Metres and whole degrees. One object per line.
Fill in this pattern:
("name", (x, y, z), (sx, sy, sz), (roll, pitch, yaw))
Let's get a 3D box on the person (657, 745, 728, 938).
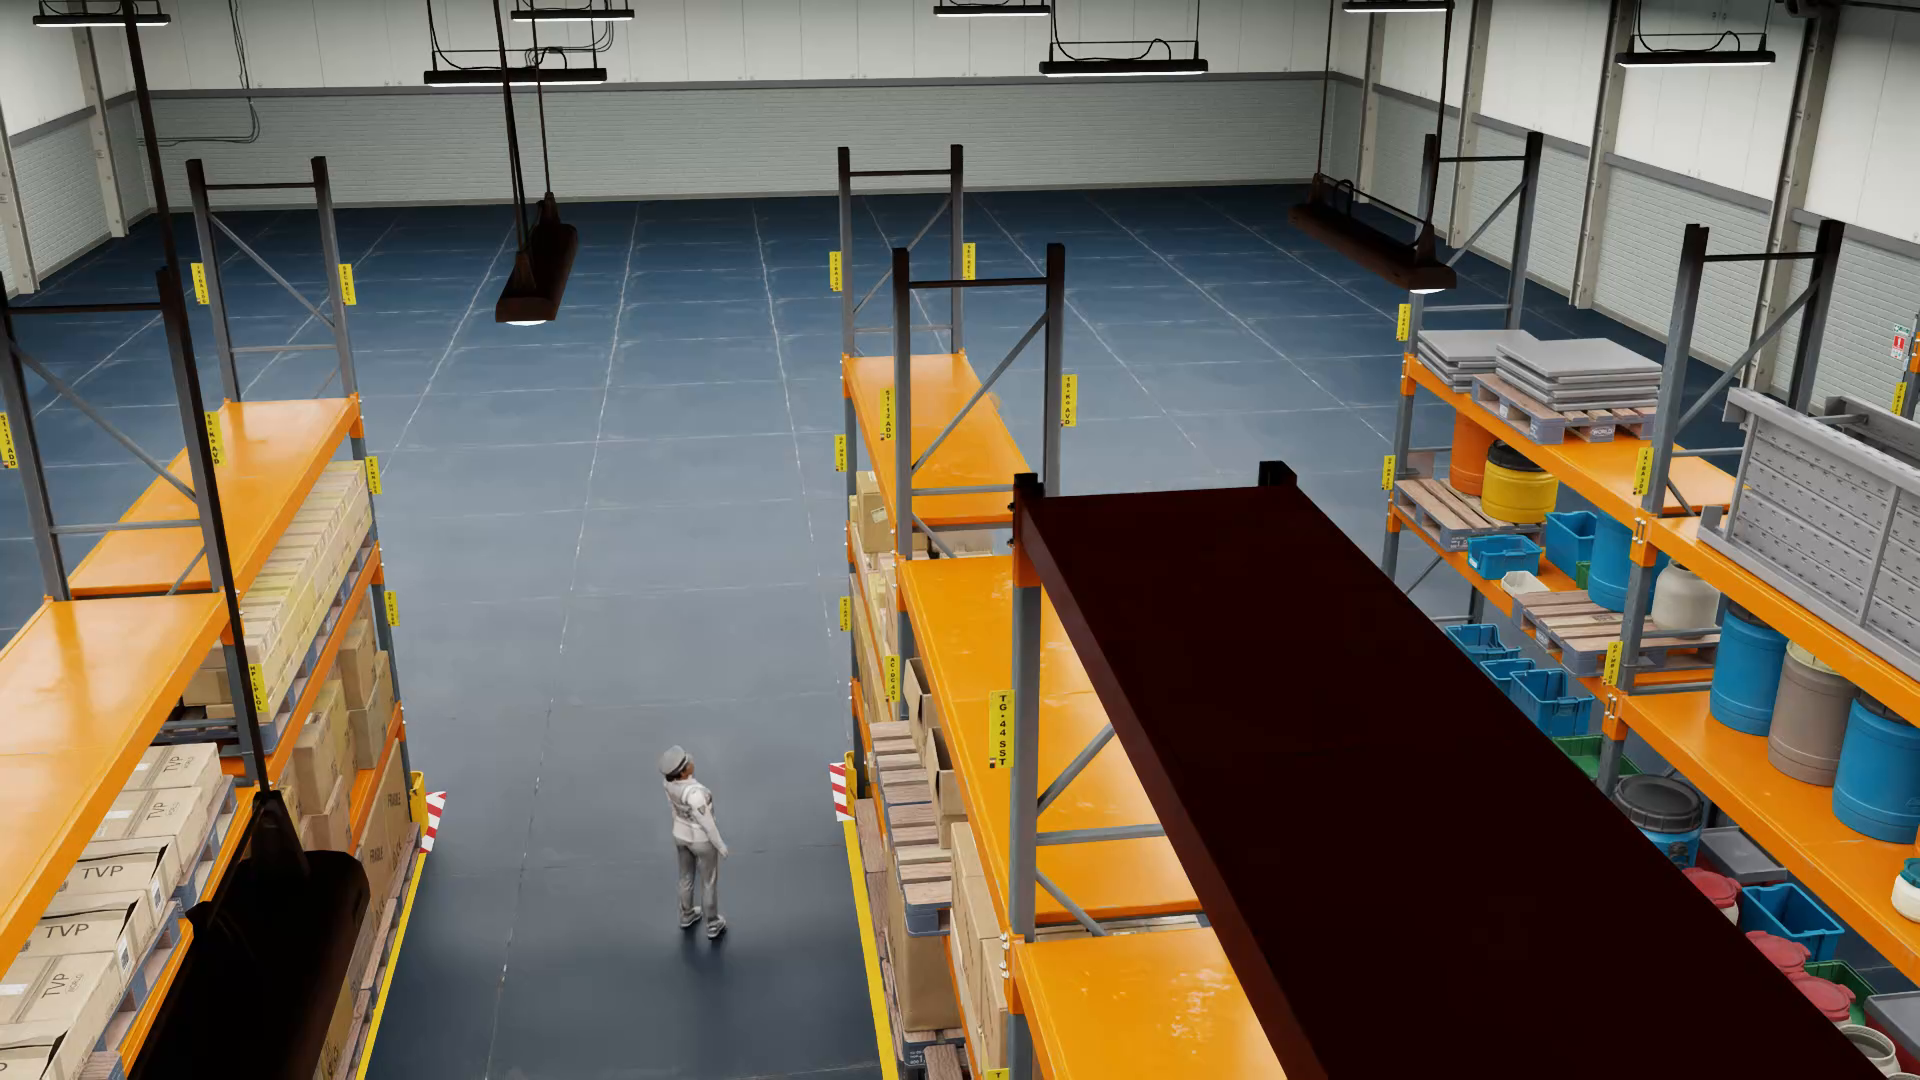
("person", (-2.130, 2.399, 13.277), (0.529, 1.698, 0.440), (13, 25, 30))
